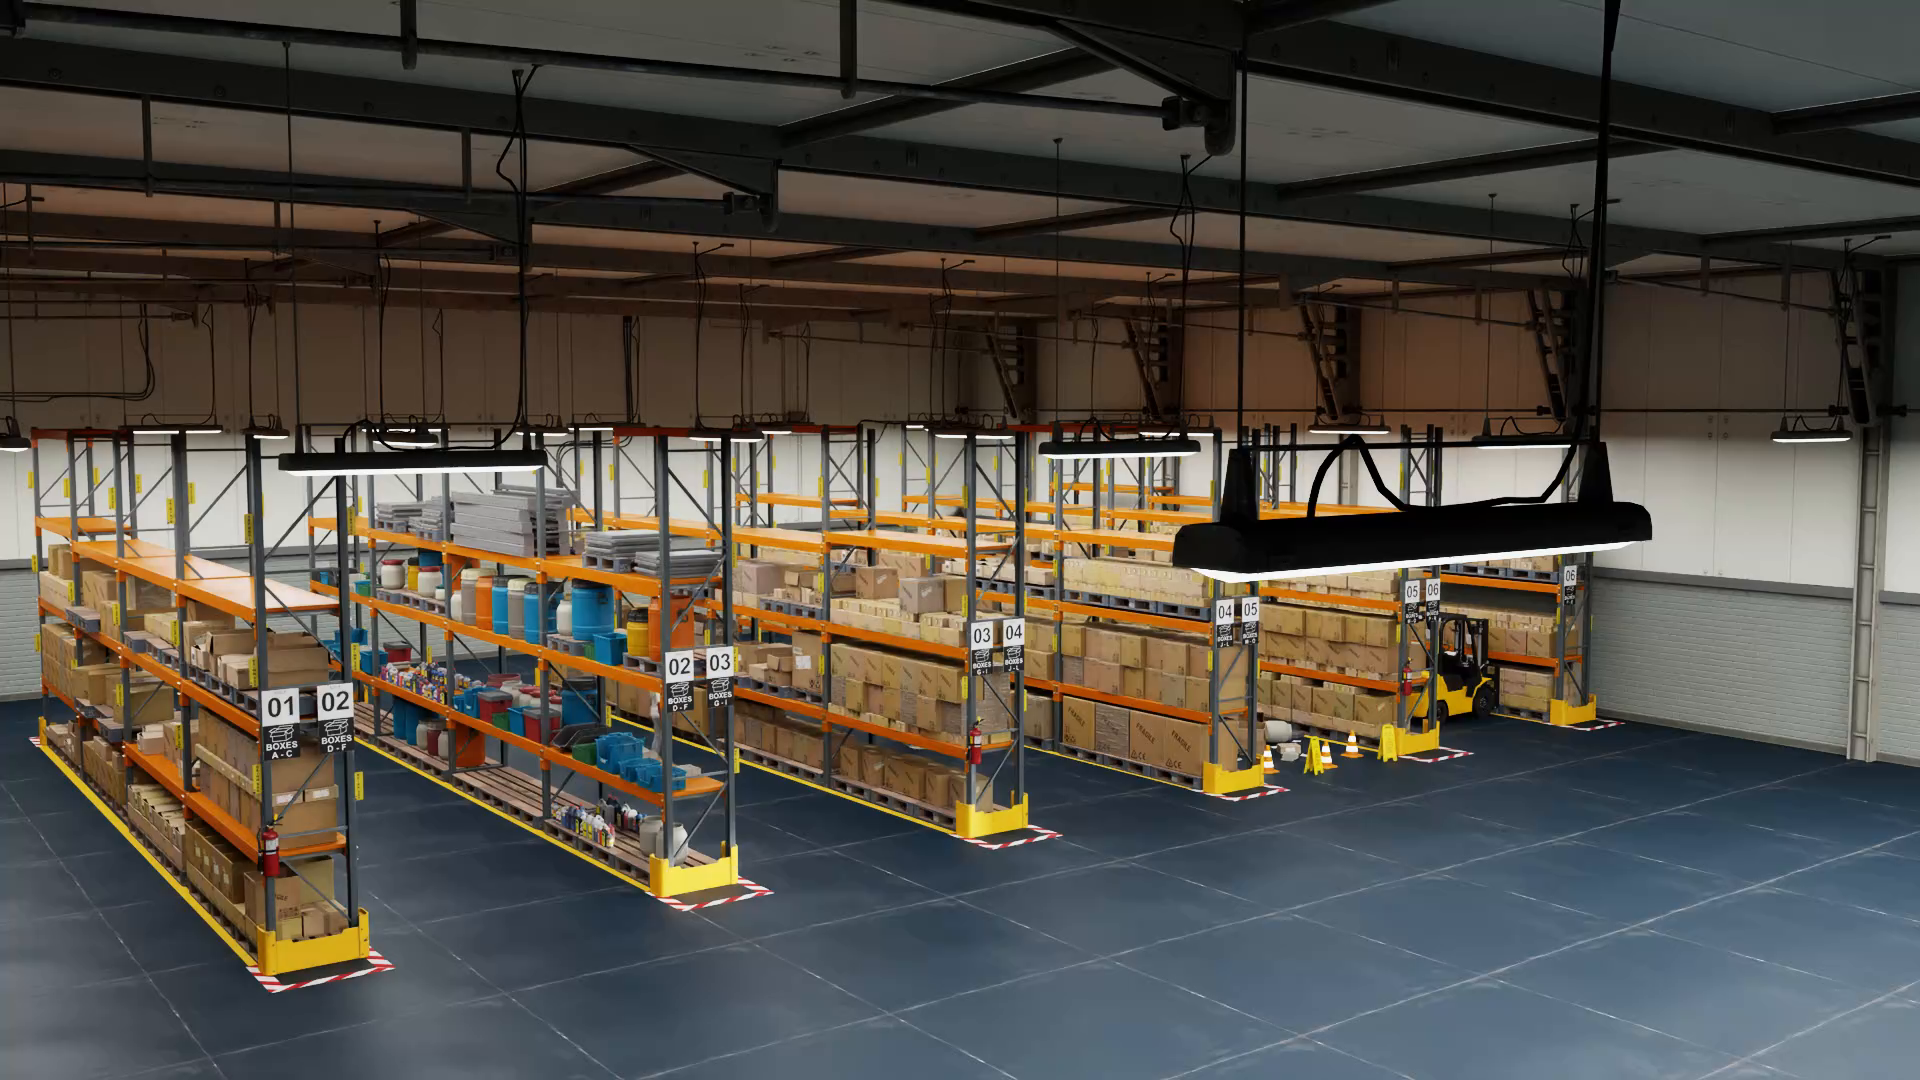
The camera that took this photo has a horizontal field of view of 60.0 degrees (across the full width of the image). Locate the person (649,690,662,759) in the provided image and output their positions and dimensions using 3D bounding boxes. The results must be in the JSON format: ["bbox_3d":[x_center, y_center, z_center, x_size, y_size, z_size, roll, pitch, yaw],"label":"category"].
[{"bbox_3d":[-5.324,3.132,29.501,0.362,1.770,0.682,-1,5,-15],"label":"person"}]

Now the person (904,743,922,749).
[{"bbox_3d":[-0.900,3.128,31.081,0.336,1.663,0.501,-2,5,-27],"label":"person"}]
